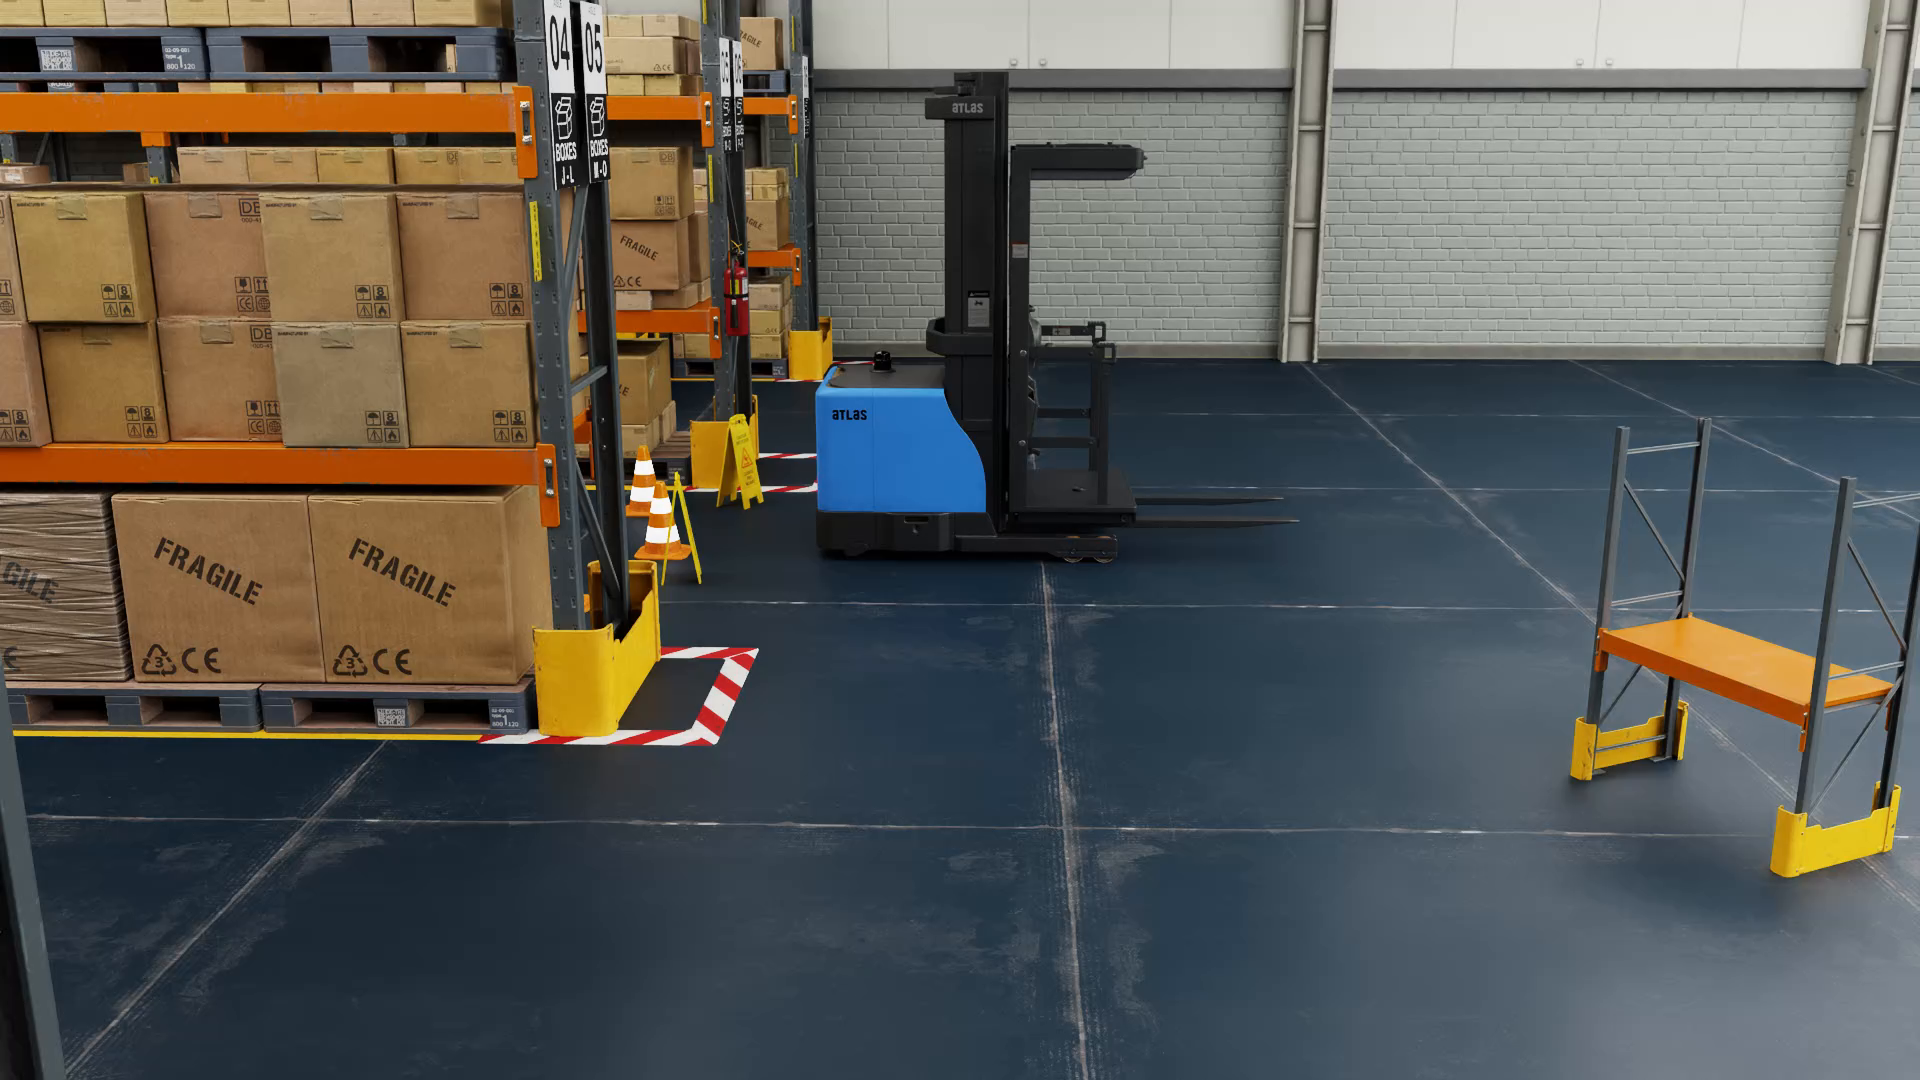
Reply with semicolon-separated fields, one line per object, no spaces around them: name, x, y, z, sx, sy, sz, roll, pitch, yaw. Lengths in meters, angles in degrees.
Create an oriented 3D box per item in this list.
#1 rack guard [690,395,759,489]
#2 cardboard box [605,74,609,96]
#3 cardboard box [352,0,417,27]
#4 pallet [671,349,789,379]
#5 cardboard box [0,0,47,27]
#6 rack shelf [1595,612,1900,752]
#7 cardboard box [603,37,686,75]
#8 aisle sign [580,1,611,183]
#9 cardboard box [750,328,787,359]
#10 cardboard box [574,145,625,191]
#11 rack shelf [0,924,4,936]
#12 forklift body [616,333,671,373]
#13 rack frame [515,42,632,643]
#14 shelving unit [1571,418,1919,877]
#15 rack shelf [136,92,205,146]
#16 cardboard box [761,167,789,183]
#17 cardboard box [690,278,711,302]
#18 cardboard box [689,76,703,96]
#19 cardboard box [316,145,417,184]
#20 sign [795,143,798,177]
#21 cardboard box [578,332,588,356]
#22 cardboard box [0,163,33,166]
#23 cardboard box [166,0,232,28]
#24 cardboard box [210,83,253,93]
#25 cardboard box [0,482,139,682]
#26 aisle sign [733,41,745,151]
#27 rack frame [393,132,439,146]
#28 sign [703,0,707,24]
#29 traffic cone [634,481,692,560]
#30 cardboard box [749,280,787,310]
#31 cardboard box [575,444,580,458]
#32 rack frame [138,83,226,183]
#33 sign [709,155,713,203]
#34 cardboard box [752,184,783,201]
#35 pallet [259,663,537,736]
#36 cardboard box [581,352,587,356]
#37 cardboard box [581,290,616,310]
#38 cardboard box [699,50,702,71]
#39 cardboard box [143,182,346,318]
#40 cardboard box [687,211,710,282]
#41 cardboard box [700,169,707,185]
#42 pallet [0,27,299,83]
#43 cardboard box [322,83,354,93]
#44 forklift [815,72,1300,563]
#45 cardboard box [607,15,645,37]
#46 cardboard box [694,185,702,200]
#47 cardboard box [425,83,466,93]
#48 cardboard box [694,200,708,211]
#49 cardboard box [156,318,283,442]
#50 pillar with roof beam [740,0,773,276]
rack guard;-1.798;-0.769;12.774;0.348;0.500;1.175;0;15;1
cardboard box;-2.600;-3.241;11.855;0.250;0.149;0.380;1;15;3
cardboard box;-2.340;-2.212;6.937;0.250;0.149;0.380;0;15;2
pallet;-2.365;-1.889;17.586;1.213;0.211;1.003;0;15;1
cardboard box;-3.870;-2.221;6.973;0.250;0.149;0.380;1;15;2
rack shelf;3.083;0.540;6.559;0.538;0.185;1.000;-7;16;-24
cardboard box;-2.241;-3.433;11.804;0.500;0.250;0.500;0;15;1
aisle sign;-1.669;-2.047;7.623;0.004;0.787;0.394;0;15;1
cardboard box;-2.077;-2.039;17.255;0.500;0.250;0.500;0;15;2
cardboard box;-2.744;-2.606;12.097;0.500;0.500;0.700;1;15;2
rack shelf;-3.975;0.885;3.016;4.000;0.370;1.077;0;15;1
forklift body;-3.541;-2.380;15.643;1.214;2.155;2.313;0;15;1
rack frame;-1.748;-0.714;7.666;0.127;3.000;1.000;0;15;1
shelving unit;3.079;0.364;6.521;0.587;1.500;1.083;-7;16;-24
rack shelf;-7.720;-3.119;12.311;4.000;0.370;1.077;0;15;1
cardboard box;-1.929;-3.805;17.333;0.250;0.149;0.380;0;15;0
cardboard box;-2.056;-1.911;12.694;0.250;0.149;0.380;0;15;2
cardboard box;-2.045;-3.391;12.425;0.250;0.149;0.380;0;15;1
cardboard box;-4.275;-2.601;12.081;0.500;0.500;0.700;0;15;0
sign;-1.627;-3.779;16.549;0.005;0.325;0.100;0;15;1
cardboard box;-2.898;-1.451;12.284;0.250;0.149;0.380;1;15;3
cardboard box;-7.271;-2.786;12.646;0.250;0.149;0.380;1;15;5
cardboard box;-3.106;-2.217;6.955;0.250;0.149;0.380;0;15;1
cardboard box;-5.155;-3.251;11.894;0.250;0.149;0.380;0;15;1
cardboard box;-4.218;0.111;7.881;0.875;0.875;0.875;0;15;2
aisle sign;-1.652;-3.313;12.420;0.004;0.787;0.394;0;15;1
rack frame;-5.598;-3.269;17.350;0.127;3.000;1.000;0;15;1
sign;-1.756;-3.714;11.422;0.005;0.325;0.100;0;15;1
traffic cone;-1.873;-0.139;10.460;0.334;0.463;0.336;0;15;1
cardboard box;-2.067;-2.523;17.131;0.500;0.250;0.500;1;15;3
cardboard box;-3.055;-0.793;12.531;0.500;0.250;0.500;0;15;2
rack frame;-5.721;-2.003;12.552;0.127;3.000;1.000;0;15;1
sign;-1.756;-2.548;11.730;0.005;0.325;0.100;0;15;1
cardboard box;-1.953;-3.536;16.894;0.250;0.149;0.380;1;15;2
pallet;-2.549;0.649;7.966;1.213;0.211;1.003;0;15;1
cardboard box;-3.051;-1.154;12.432;0.500;0.500;0.500;1;15;4
cardboard box;-2.613;-1.784;12.214;0.250;0.149;0.380;0;15;0
cardboard box;-2.689;-4.809;16.553;0.258;0.266;0.396;0;15;2
cardboard box;-3.226;-1.339;7.626;0.550;0.550;0.875;0;15;1
cardboard box;-2.189;-2.243;12.683;0.500;0.500;0.500;0;15;1
cardboard box;-2.472;-3.686;16.880;0.250;0.149;0.380;1;15;3
pallet;-3.712;-2.131;7.331;1.213;0.211;1.003;0;15;1
cardboard box;-4.388;-3.262;11.935;0.250;0.149;0.380;0;15;0
forklift;0.624;-1.414;10.452;3.031;2.935;1.130;0;15;1
cardboard box;-2.325;-3.630;11.768;0.250;0.149;0.380;1;15;2
cardboard box;-2.714;-3.552;16.954;0.250;0.149;0.380;0;15;1
cardboard box;-3.623;-3.236;11.836;0.250;0.149;0.380;0;15;1
cardboard box;-2.616;-3.233;17.019;0.500;0.500;0.500;1;15;3
cardboard box;-3.227;-0.811;7.740;0.550;0.550;0.875;0;15;1
pillar with roof beam;-2.382;-5.280;13.213;0.400;9.000;9.100;0;15;1
